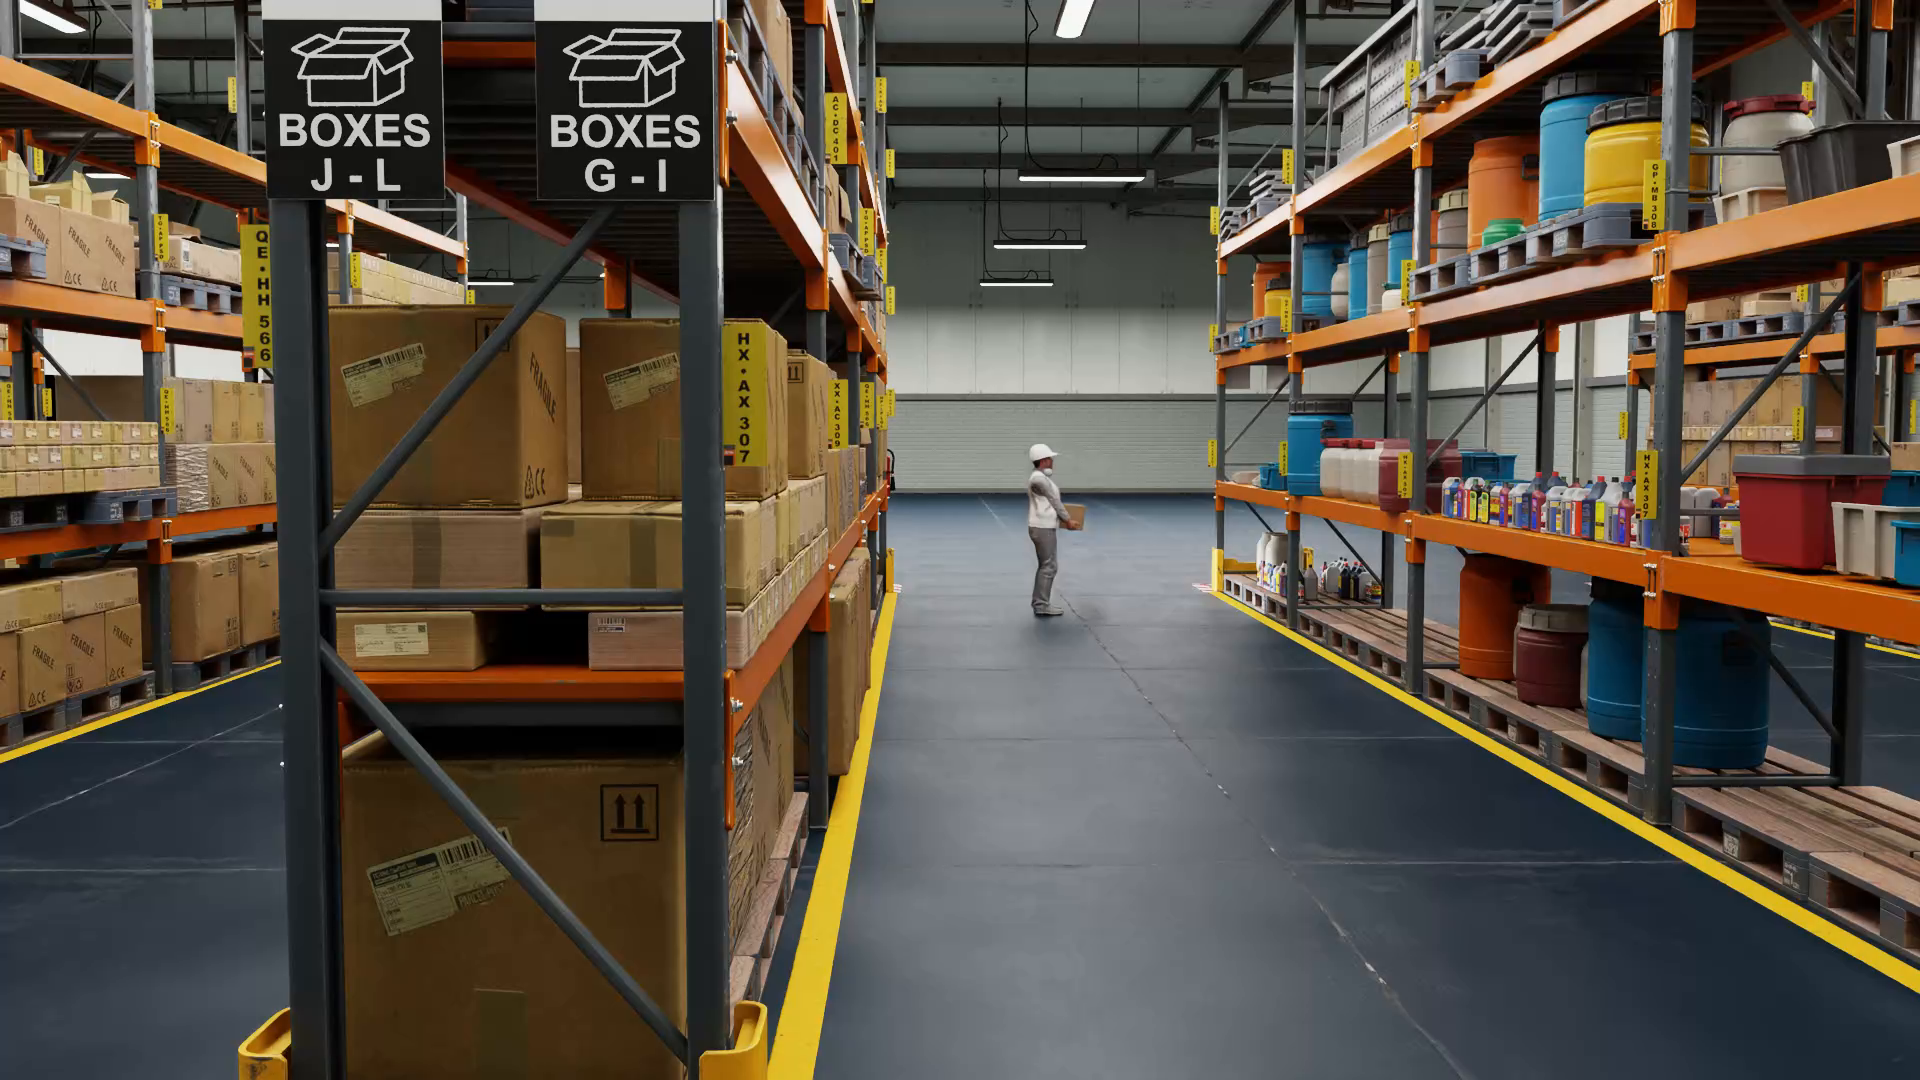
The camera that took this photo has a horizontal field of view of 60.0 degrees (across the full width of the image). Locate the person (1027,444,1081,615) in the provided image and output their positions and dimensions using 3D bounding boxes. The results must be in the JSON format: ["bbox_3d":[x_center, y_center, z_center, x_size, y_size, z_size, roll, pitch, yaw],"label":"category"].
[{"bbox_3d":[0.977,-0.116,17.356,0.554,1.768,0.495,0,4,-1],"label":"person"}]
